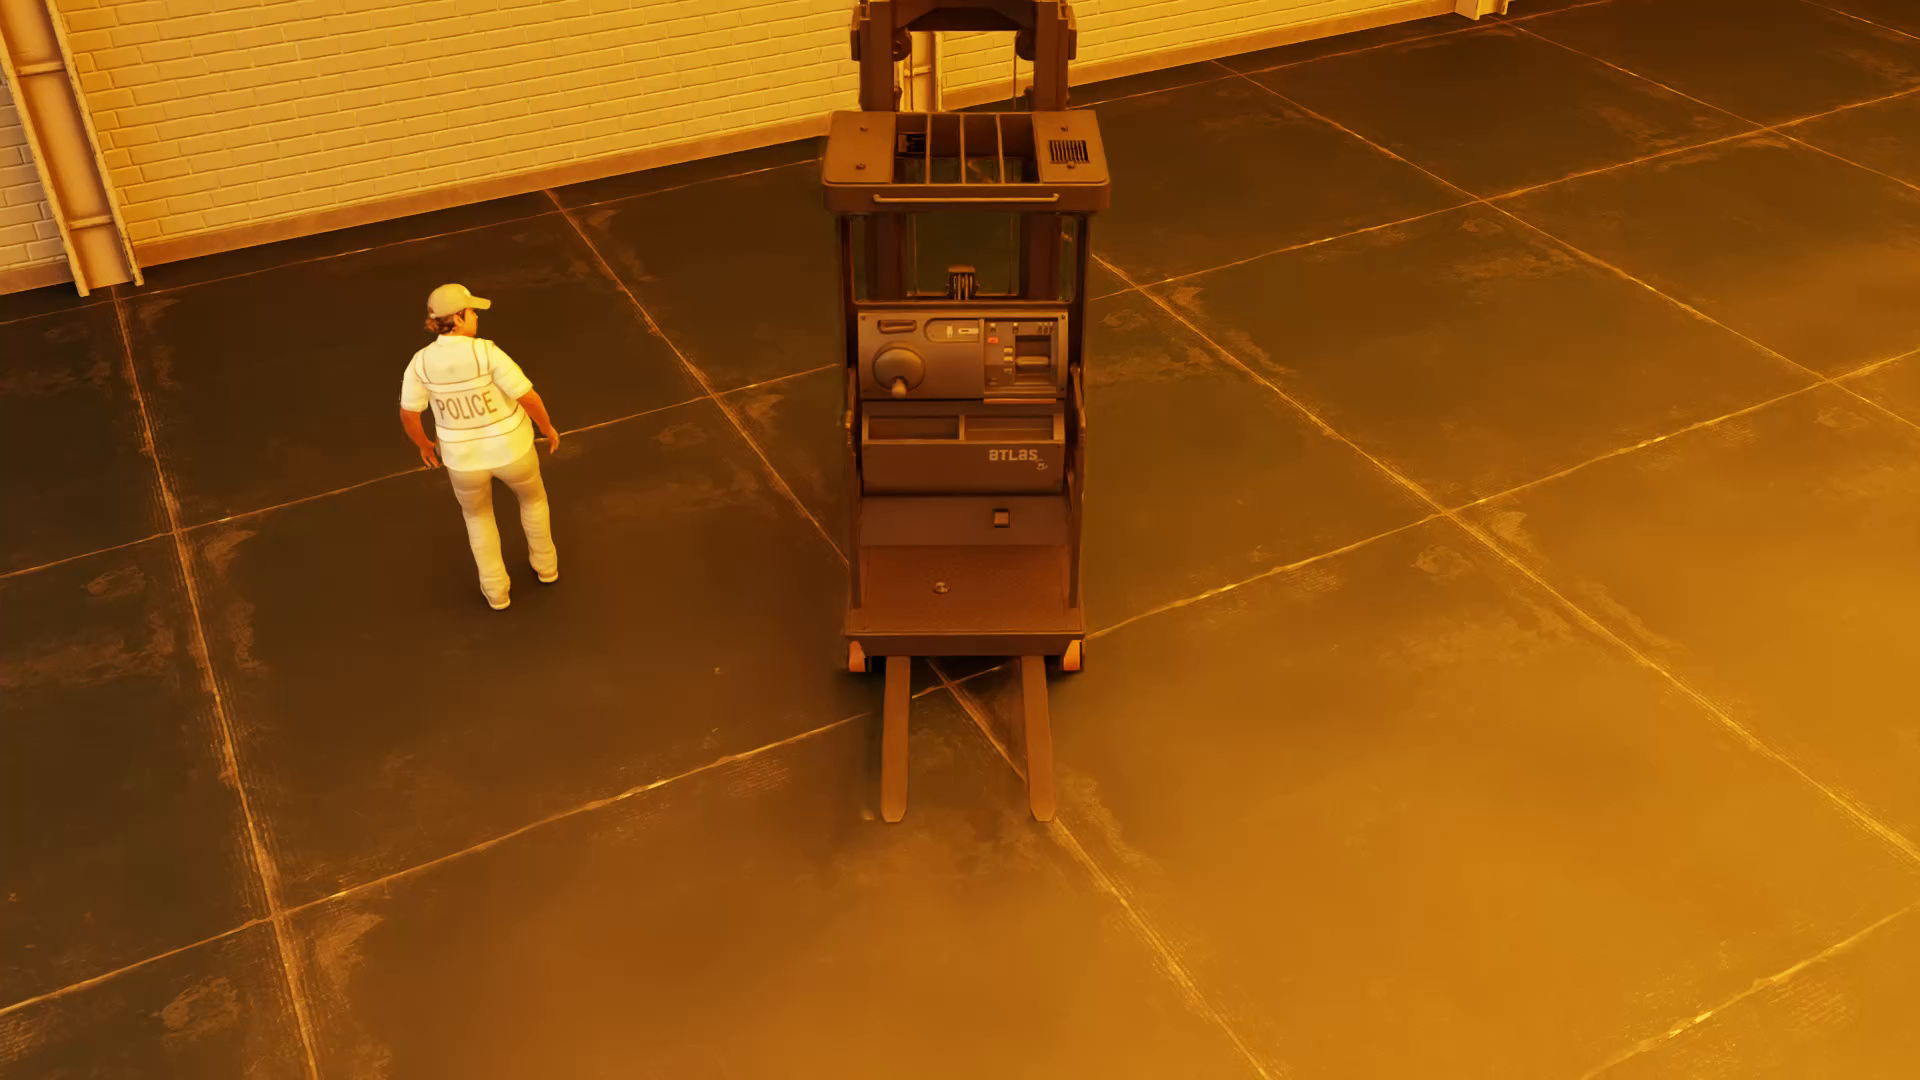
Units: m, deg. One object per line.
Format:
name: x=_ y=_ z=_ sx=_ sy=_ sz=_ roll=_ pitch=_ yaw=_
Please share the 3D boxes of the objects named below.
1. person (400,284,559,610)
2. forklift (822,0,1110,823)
person: x=-2.248 y=-0.449 z=7.874 sx=0.683 sy=1.649 sz=0.508 roll=-7 pitch=36 yaw=-9
forklift: x=0.019 y=-0.758 z=7.196 sx=1.130 sy=2.935 sz=3.031 roll=0 pitch=35 yaw=0
